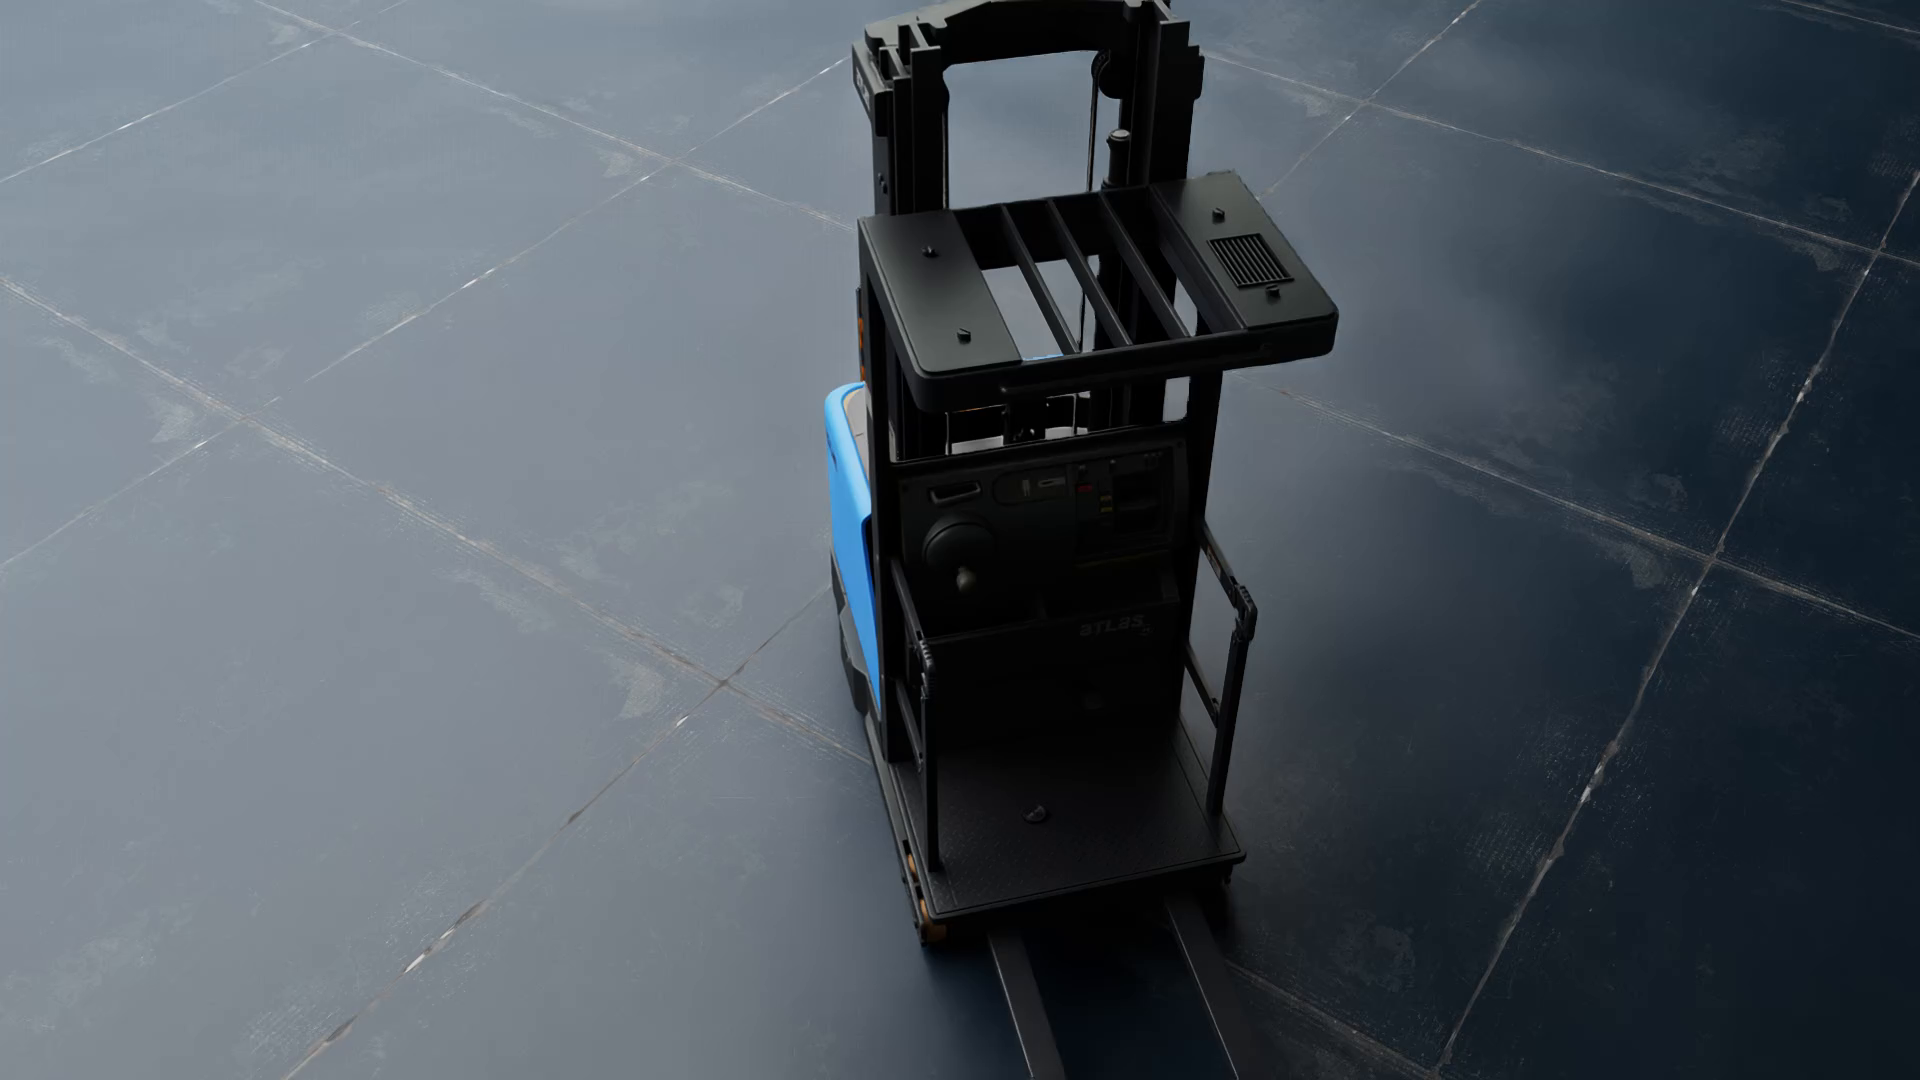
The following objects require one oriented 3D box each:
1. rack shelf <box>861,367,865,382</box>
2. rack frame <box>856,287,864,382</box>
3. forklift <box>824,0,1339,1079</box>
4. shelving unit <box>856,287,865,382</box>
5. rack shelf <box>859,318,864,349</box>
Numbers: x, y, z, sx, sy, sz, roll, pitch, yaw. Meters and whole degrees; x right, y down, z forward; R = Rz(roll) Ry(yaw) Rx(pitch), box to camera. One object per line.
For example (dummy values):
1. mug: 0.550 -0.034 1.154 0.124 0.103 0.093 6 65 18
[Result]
1. rack shelf: -0.137 -0.630 6.819 0.480 0.148 0.258 25 48 25
2. rack frame: -0.337 -0.607 7.027 0.015 1.200 0.240 25 48 25
3. forklift: 0.321 0.003 5.049 1.130 2.935 3.031 -9 43 -10
4. shelving unit: -0.137 -0.514 6.923 0.503 1.200 0.258 25 48 25
5. rack shelf: -0.137 -0.806 6.661 0.480 0.148 0.258 25 48 25
